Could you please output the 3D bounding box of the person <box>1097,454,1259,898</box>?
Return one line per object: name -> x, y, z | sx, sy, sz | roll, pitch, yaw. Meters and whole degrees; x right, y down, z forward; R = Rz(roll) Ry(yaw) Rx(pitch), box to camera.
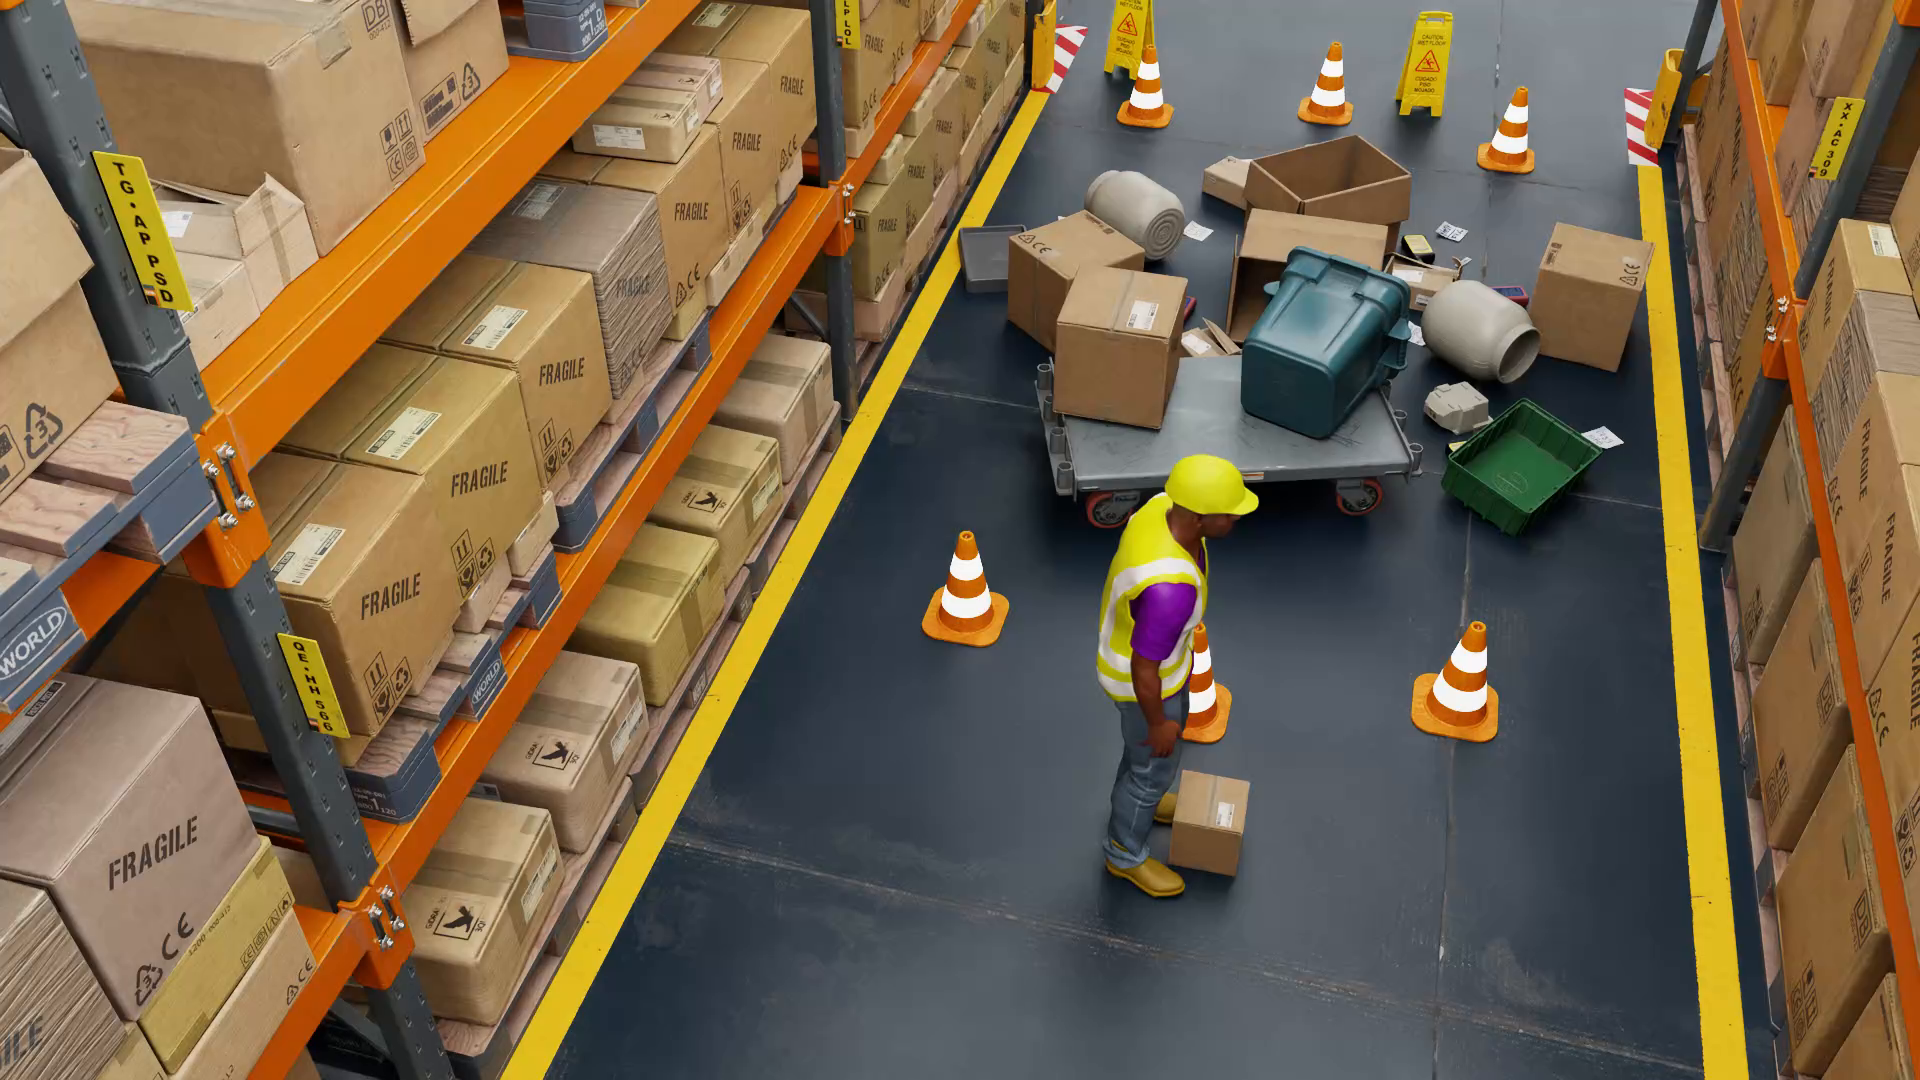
person -> 0.693, 0.430, 5.647 | 0.462, 1.759, 0.632 | 8, 41, 9
